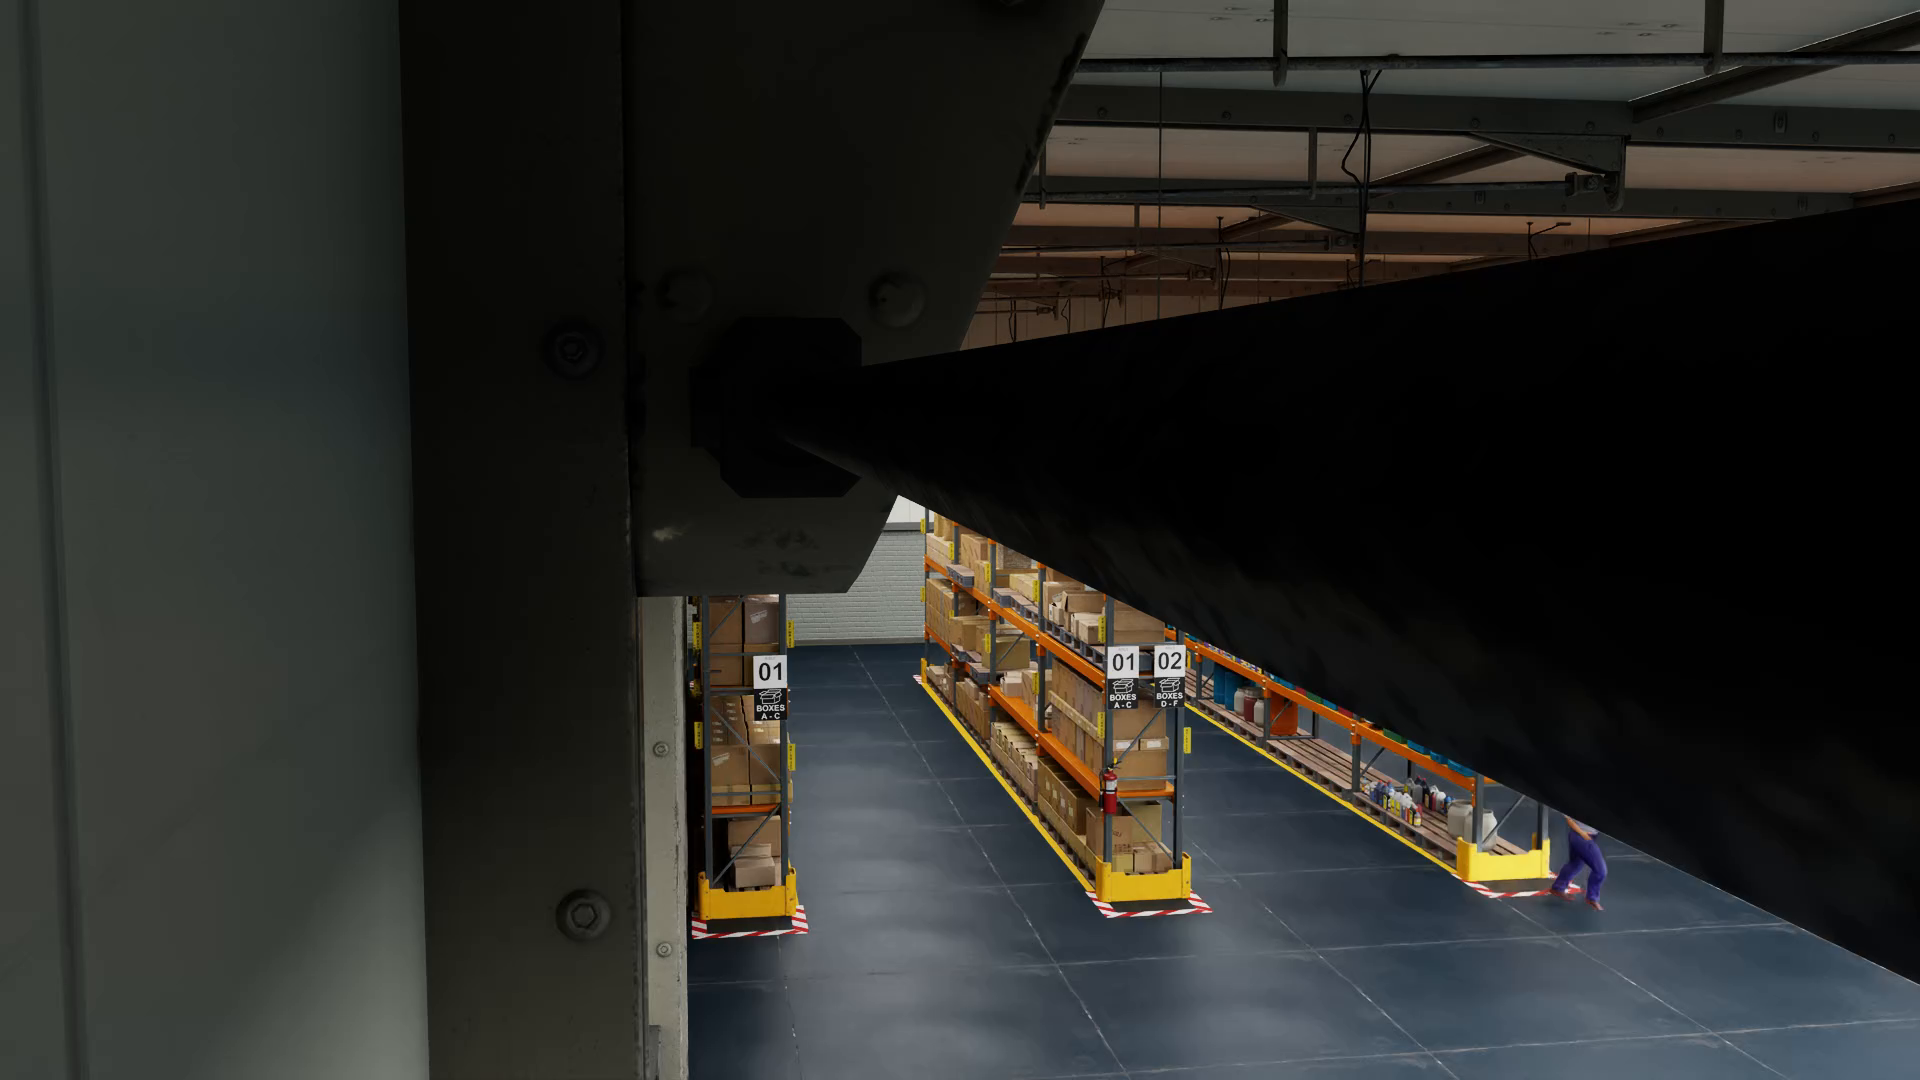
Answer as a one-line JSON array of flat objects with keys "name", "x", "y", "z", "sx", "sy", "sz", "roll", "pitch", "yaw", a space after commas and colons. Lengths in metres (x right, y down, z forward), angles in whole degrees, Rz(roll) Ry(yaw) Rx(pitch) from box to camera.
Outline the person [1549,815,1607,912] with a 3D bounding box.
[{"name": "person", "x": 7.623, "y": 3.739, "z": 20.372, "sx": 0.726, "sy": 1.711, "sz": 0.604, "roll": 2, "pitch": 5, "yaw": 19}]
